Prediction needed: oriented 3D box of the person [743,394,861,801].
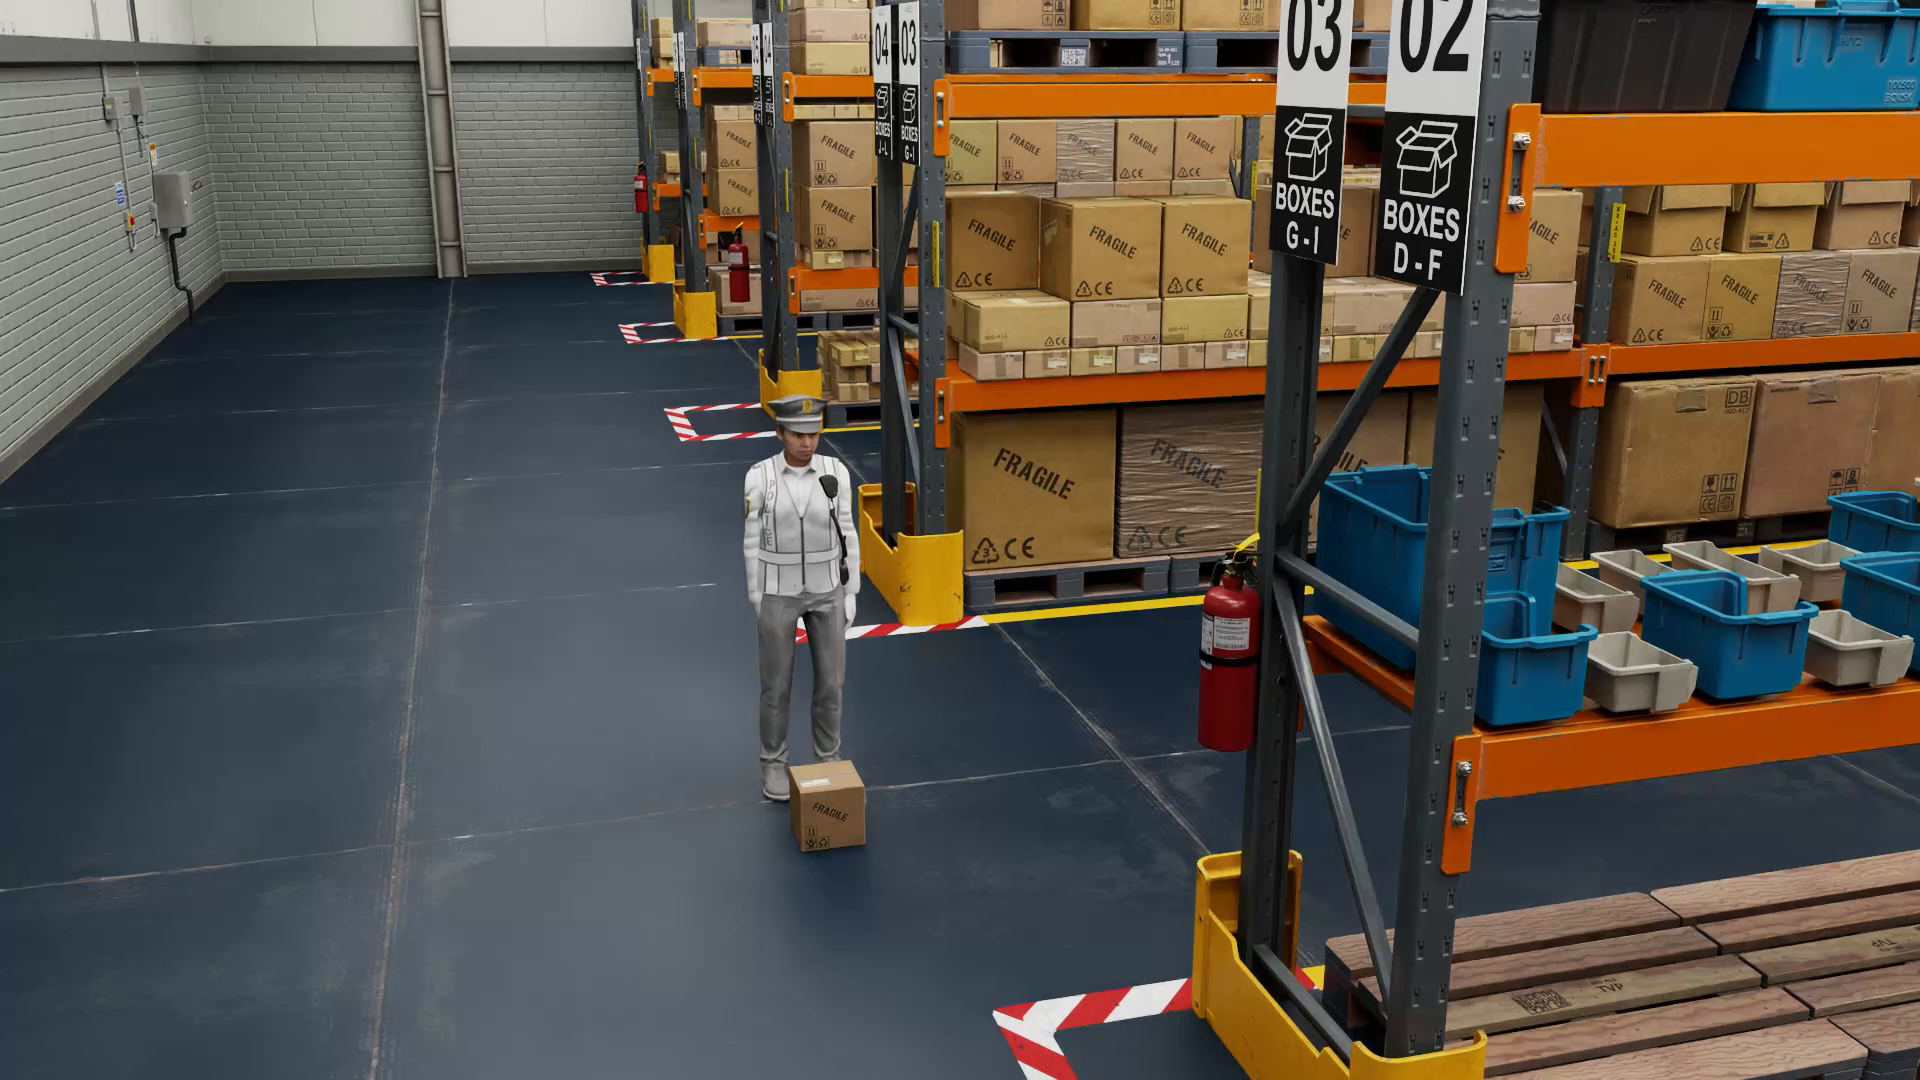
[{"bbox_3d":[-0.629,0.234,6.723,0.468,1.666,0.329,-4,17,-14],"label":"person"}]
